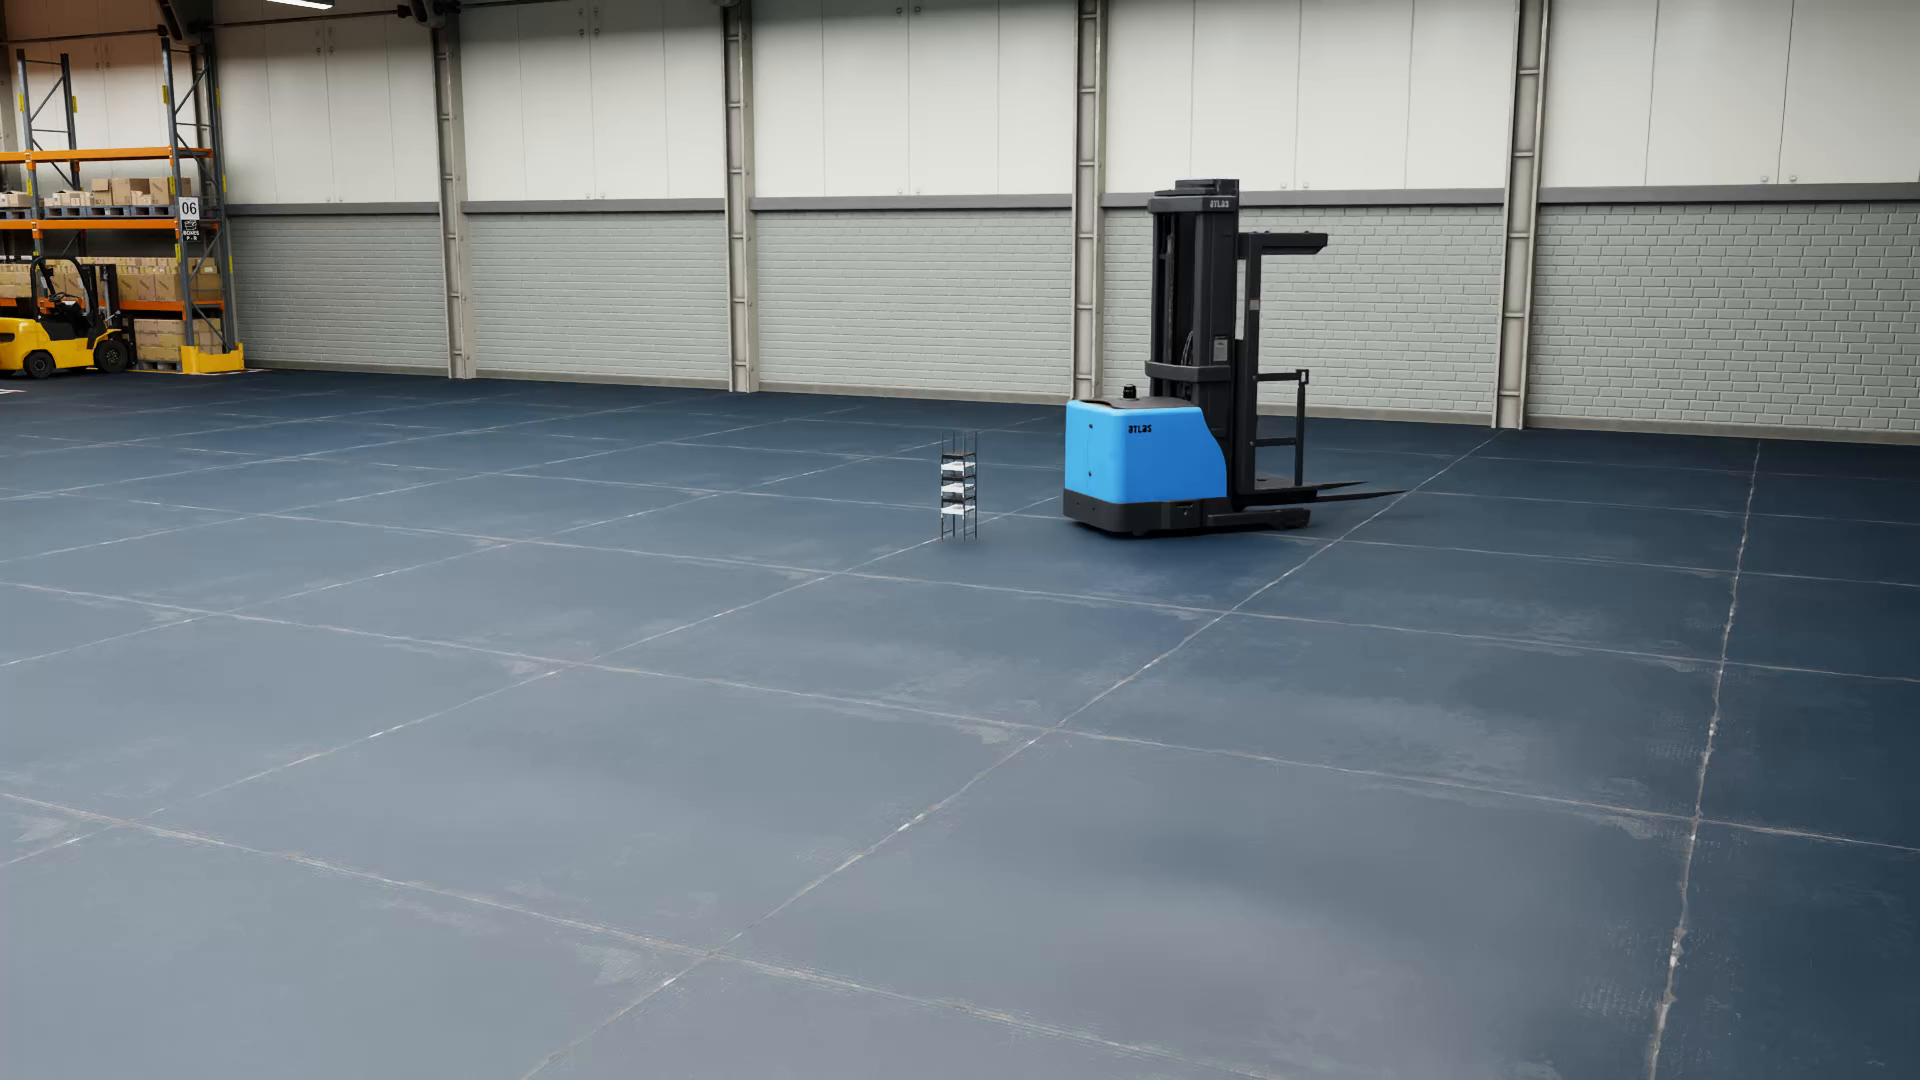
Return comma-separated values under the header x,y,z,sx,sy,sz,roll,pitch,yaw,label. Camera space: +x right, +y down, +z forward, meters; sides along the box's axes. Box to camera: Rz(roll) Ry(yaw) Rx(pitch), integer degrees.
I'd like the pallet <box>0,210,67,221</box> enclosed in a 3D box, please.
x,y,z,sx,sy,sz,roll,pitch,yaw,label
-18.441,-6.420,32.895,1.217,0.209,0.805,5,11,24,pallet

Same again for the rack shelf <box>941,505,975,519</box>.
x,y,z,sx,sy,sz,roll,pitch,yaw,label
-0.007,-0.234,13.692,0.200,0.077,0.258,5,11,26,rack shelf

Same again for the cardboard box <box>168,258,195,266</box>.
x,y,z,sx,sy,sz,roll,pitch,yaw,label
-14.471,-5.165,30.908,0.250,0.149,0.380,5,11,26,cardboard box

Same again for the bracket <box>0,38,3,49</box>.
x,y,z,sx,sy,sz,roll,pitch,yaw,label
-19.448,-9.961,33.393,0.430,0.232,0.235,5,11,26,bracket

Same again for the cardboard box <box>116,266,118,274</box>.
x,y,z,sx,sy,sz,roll,pitch,yaw,label
-15.837,-5.138,31.593,0.250,0.149,0.380,5,11,25,cardboard box

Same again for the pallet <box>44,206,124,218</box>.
x,y,z,sx,sy,sz,roll,pitch,yaw,label
-16.867,-6.340,32.165,1.213,0.211,1.003,5,11,26,pallet

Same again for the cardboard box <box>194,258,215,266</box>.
x,y,z,sx,sy,sz,roll,pitch,yaw,label
-14.263,-5.231,31.273,0.250,0.149,0.380,5,11,25,cardboard box

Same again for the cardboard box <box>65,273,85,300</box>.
x,y,z,sx,sy,sz,roll,pitch,yaw,label
-16.887,-4.905,32.128,0.500,0.500,0.500,5,12,27,cardboard box

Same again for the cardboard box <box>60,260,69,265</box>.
x,y,z,sx,sy,sz,roll,pitch,yaw,label
-17.207,-5.410,32.260,0.250,0.149,0.380,5,11,27,cardboard box

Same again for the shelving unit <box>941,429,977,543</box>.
x,y,z,sx,sy,sz,roll,pitch,yaw,label
-0.007,-0.443,13.654,0.210,0.900,0.258,5,11,26,shelving unit

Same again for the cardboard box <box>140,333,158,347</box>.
x,y,z,sx,sy,sz,roll,pitch,yaw,label
-15.077,-3.785,31.358,0.500,0.250,0.500,5,11,25,cardboard box

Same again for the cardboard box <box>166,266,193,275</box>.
x,y,z,sx,sy,sz,roll,pitch,yaw,label
-14.492,-5.007,30.868,0.250,0.149,0.380,5,11,27,cardboard box

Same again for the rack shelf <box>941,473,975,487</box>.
x,y,z,sx,sy,sz,roll,pitch,yaw,label
-0.007,-0.499,13.644,0.200,0.077,0.258,5,11,26,rack shelf

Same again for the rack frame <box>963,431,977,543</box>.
x,y,z,sx,sy,sz,roll,pitch,yaw,label
0.084,-0.435,13.609,0.006,0.900,0.240,5,11,26,rack frame

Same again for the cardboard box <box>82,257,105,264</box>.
x,y,z,sx,sy,sz,roll,pitch,yaw,label
-16.552,-5.335,31.850,0.250,0.149,0.380,5,11,25,cardboard box

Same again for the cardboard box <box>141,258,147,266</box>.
x,y,z,sx,sy,sz,roll,pitch,yaw,label
-15.143,-5.227,31.252,0.250,0.149,0.380,5,11,26,cardboard box

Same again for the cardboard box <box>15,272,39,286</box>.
x,y,z,sx,sy,sz,roll,pitch,yaw,label
-18.197,-5.141,32.730,0.500,0.250,0.500,5,11,25,cardboard box

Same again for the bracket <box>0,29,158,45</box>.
x,y,z,sx,sy,sz,roll,pitch,yaw,label
-17.122,-9.757,32.264,4.783,0.066,0.076,5,11,26,bracket

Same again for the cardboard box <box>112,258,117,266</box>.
x,y,z,sx,sy,sz,roll,pitch,yaw,label
-15.849,-5.285,31.571,0.250,0.149,0.380,5,11,27,cardboard box

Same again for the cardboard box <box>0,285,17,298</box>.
x,y,z,sx,sy,sz,roll,pitch,yaw,label
-18.665,-4.934,32.989,0.500,0.250,0.500,5,11,25,cardboard box

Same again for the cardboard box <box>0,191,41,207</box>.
x,y,z,sx,sy,sz,roll,pitch,yaw,label
-18.401,-6.677,32.567,0.500,0.311,0.500,5,11,24,cardboard box

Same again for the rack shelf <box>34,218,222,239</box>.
x,y,z,sx,sy,sz,roll,pitch,yaw,label
-15.850,-5.935,31.699,4.000,0.370,1.077,5,11,26,rack shelf

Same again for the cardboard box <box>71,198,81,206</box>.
x,y,z,sx,sy,sz,roll,pitch,yaw,label
-16.687,-6.435,31.684,0.250,0.149,0.380,5,12,28,cardboard box

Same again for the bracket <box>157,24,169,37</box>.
x,y,z,sx,sy,sz,roll,pitch,yaw,label
-14.812,-9.554,31.142,0.430,0.232,0.235,5,11,26,bracket

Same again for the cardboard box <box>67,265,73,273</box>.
x,y,z,sx,sy,sz,roll,pitch,yaw,label
-16.995,-5.236,32.135,0.250,0.149,0.380,5,11,26,cardboard box

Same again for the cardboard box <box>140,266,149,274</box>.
x,y,z,sx,sy,sz,roll,pitch,yaw,label
-15.157,-5.073,31.238,0.250,0.149,0.380,5,11,25,cardboard box

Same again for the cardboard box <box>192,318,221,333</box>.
x,y,z,sx,sy,sz,roll,pitch,yaw,label
-14.404,-4.069,31.526,0.500,0.250,0.500,5,11,25,cardboard box

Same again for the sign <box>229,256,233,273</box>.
x,y,z,sx,sy,sz,roll,pitch,yaw,label
-13.806,-5.209,31.434,0.005,0.325,0.100,5,11,26,sign

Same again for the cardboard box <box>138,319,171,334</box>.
x,y,z,sx,sy,sz,roll,pitch,yaw,label
-15.068,-4.027,31.292,0.500,0.250,0.500,5,12,27,cardboard box

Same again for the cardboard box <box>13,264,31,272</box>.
x,y,z,sx,sy,sz,roll,pitch,yaw,label
-18.484,-5.376,32.908,0.250,0.149,0.380,5,11,26,cardboard box

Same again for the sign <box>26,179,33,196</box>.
x,y,z,sx,sy,sz,roll,pitch,yaw,label
-17.875,-6.769,31.948,0.005,0.325,0.100,5,11,26,sign

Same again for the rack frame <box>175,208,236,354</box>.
x,y,z,sx,sy,sz,roll,pitch,yaw,label
-14.057,-4.656,31.031,0.127,3.000,1.000,5,11,26,rack frame

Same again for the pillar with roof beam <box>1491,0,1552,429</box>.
x,y,z,sx,sy,sz,roll,pitch,yaw,label
5.336,-5.228,17.347,0.400,9.000,9.100,5,11,26,pillar with roof beam

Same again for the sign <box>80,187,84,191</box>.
x,y,z,sx,sy,sz,roll,pitch,yaw,label
-17.400,-6.829,32.943,0.005,0.325,0.100,5,11,26,sign

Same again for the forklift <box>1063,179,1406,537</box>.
x,y,z,sx,sy,sz,roll,pitch,yaw,label
2.472,-1.615,14.425,3.031,2.935,1.130,-4,11,-22,forklift

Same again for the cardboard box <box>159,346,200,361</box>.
x,y,z,sx,sy,sz,roll,pitch,yaw,label
-14.618,-3.496,31.164,0.500,0.250,0.500,5,11,26,cardboard box

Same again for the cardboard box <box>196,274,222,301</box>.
x,y,z,sx,sy,sz,roll,pitch,yaw,label
-14.378,-4.788,31.483,0.500,0.500,0.500,5,12,28,cardboard box

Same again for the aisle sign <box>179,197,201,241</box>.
x,y,z,sx,sy,sz,roll,pitch,yaw,label
-14.128,-5.883,30.512,0.004,0.787,0.394,5,11,26,aisle sign

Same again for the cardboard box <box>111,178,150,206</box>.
x,y,z,sx,sy,sz,roll,pitch,yaw,label
-15.436,-6.529,31.221,0.500,0.500,0.700,5,11,26,cardboard box

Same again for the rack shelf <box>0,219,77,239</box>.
x,y,z,sx,sy,sz,roll,pitch,yaw,label
-19.437,-6.250,33.440,4.000,0.370,1.077,5,11,26,rack shelf

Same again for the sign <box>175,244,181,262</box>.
x,y,z,sx,sy,sz,roll,pitch,yaw,label
-14.309,-5.256,30.434,0.005,0.325,0.100,5,11,26,sign

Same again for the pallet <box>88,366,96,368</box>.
x,y,z,sx,sy,sz,roll,pitch,yaw,label
-16.949,-3.529,32.638,1.213,0.211,1.003,5,11,26,pallet

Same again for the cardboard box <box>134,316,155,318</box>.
x,y,z,sx,sy,sz,roll,pitch,yaw,label
-15.754,-4.191,32.196,0.500,0.250,0.500,5,11,25,cardboard box

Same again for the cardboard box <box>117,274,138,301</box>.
x,y,z,sx,sy,sz,roll,pitch,yaw,label
-15.535,-4.784,31.462,0.500,0.500,0.500,5,11,25,cardboard box

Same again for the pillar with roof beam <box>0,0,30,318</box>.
x,y,z,sx,sy,sz,roll,pitch,yaw,label
-21.568,-7.592,30.409,0.400,9.000,9.100,5,11,26,pillar with roof beam

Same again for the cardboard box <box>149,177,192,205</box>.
x,y,z,sx,sy,sz,roll,pitch,yaw,label
-14.561,-6.433,30.686,0.500,0.500,0.500,5,12,28,cardboard box
